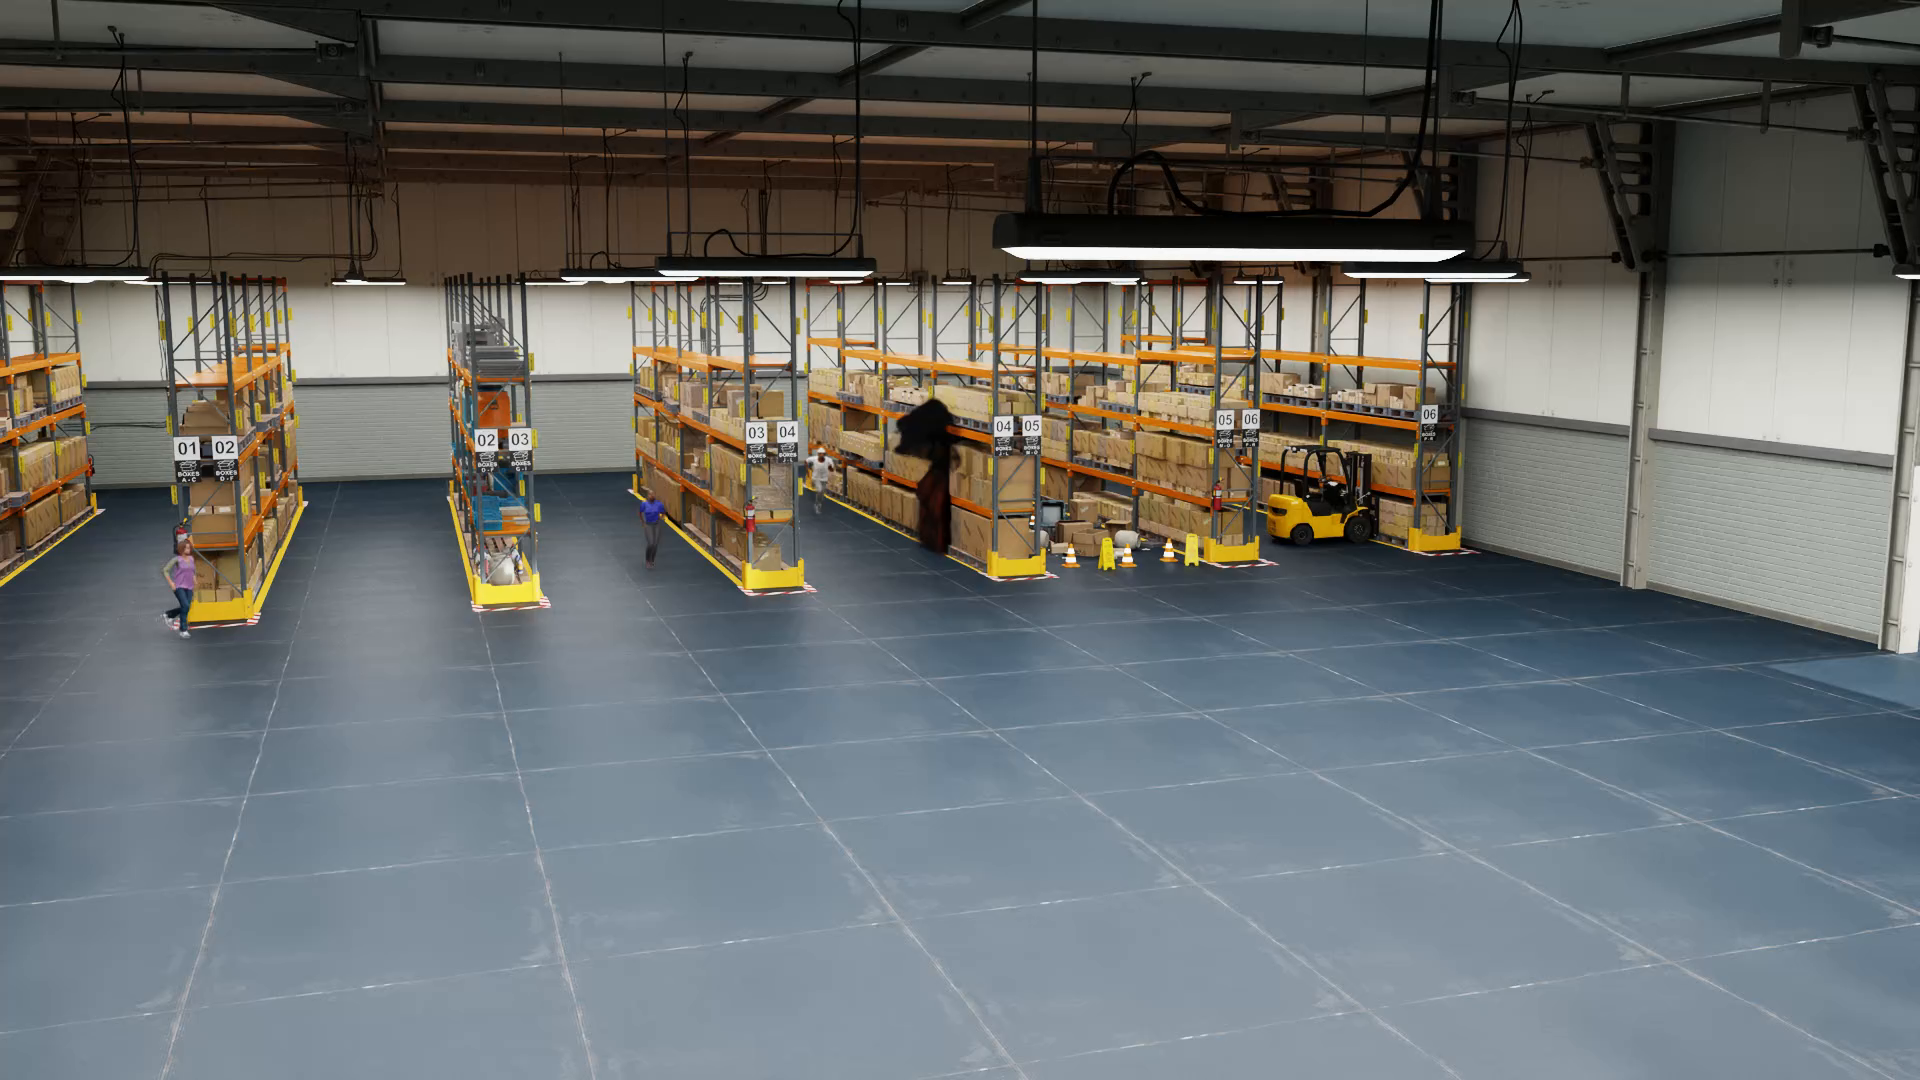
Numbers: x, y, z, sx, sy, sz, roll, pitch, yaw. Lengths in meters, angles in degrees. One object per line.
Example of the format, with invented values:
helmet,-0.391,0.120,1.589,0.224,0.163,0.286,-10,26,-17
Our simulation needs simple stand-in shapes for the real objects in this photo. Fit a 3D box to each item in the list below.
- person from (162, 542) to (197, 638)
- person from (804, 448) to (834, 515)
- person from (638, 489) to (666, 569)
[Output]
person,-12.974,0.813,27.694,0.695,1.571,0.587,4,9,24
person,-3.568,-1.509,42.332,0.684,1.723,0.921,-4,9,-23
person,-6.301,-0.210,34.155,0.551,1.658,0.675,-3,9,-20
